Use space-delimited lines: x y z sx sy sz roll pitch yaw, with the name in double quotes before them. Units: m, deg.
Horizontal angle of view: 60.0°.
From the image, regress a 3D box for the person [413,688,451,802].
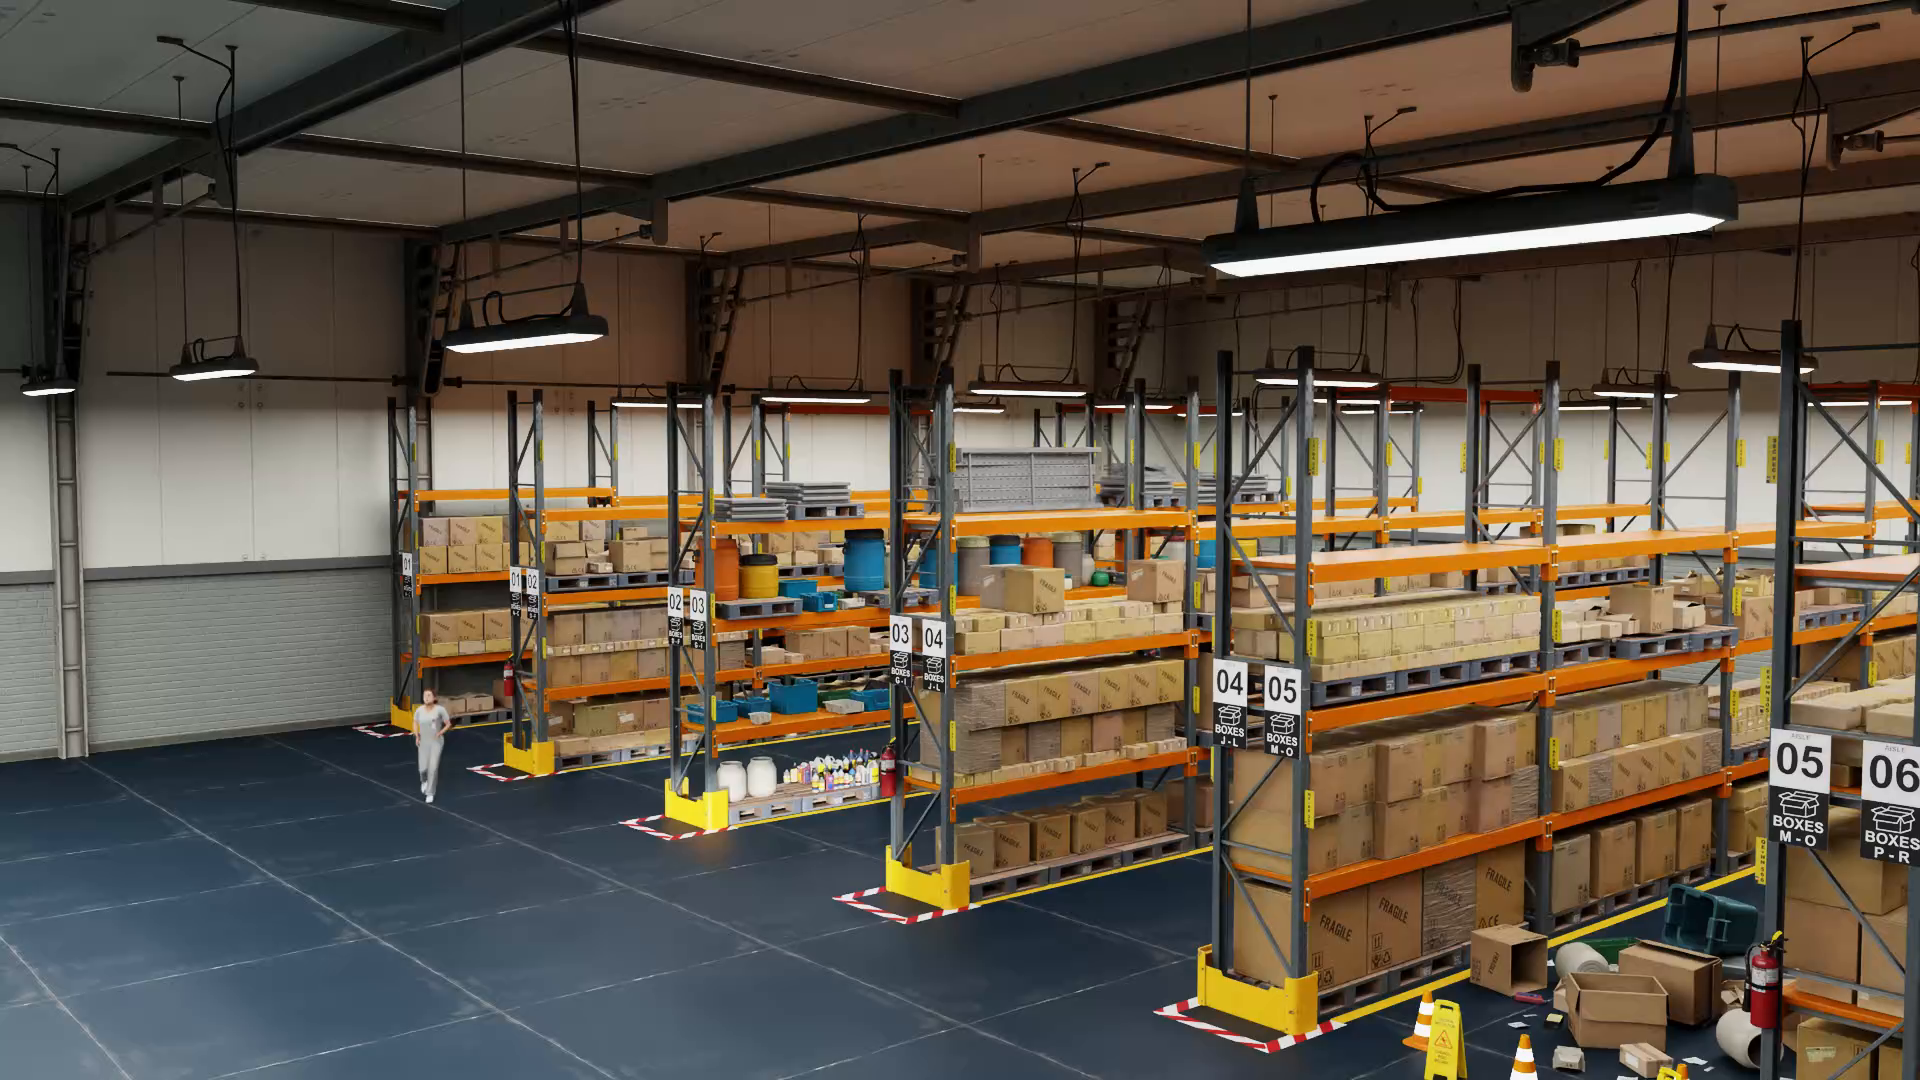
"person" -7.636 2.952 24.027 0.557 1.637 0.593 0 3 -6
